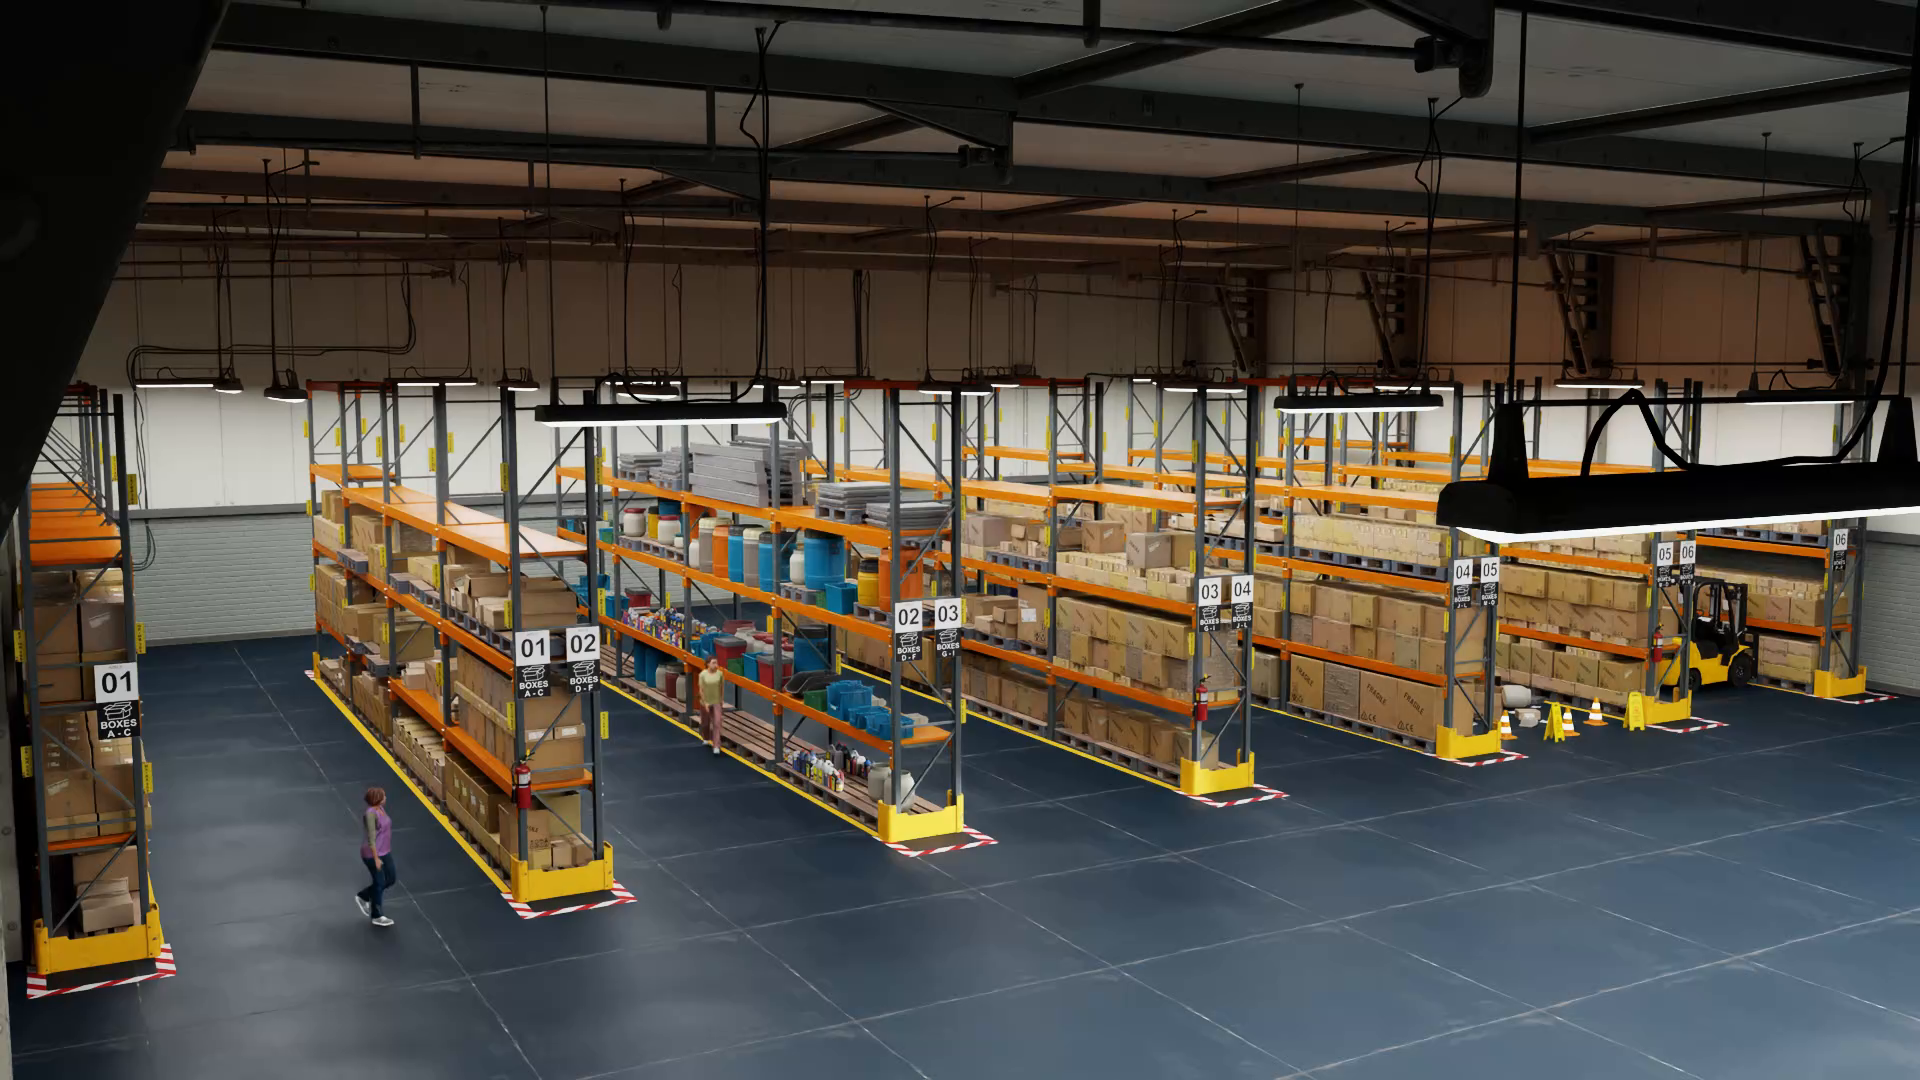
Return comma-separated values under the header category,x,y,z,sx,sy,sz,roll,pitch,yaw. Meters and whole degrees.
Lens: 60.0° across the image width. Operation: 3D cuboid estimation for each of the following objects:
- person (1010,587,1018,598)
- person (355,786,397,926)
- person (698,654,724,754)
category,x,y,z,sx,sy,sz,roll,pitch,yaw
person,1.482,1.051,42.094,0.729,1.625,0.572,3,7,22
person,-6.620,3.538,18.704,0.517,1.586,0.402,1,6,10
person,-4.042,2.650,27.087,0.438,1.585,1.123,-2,6,-14
